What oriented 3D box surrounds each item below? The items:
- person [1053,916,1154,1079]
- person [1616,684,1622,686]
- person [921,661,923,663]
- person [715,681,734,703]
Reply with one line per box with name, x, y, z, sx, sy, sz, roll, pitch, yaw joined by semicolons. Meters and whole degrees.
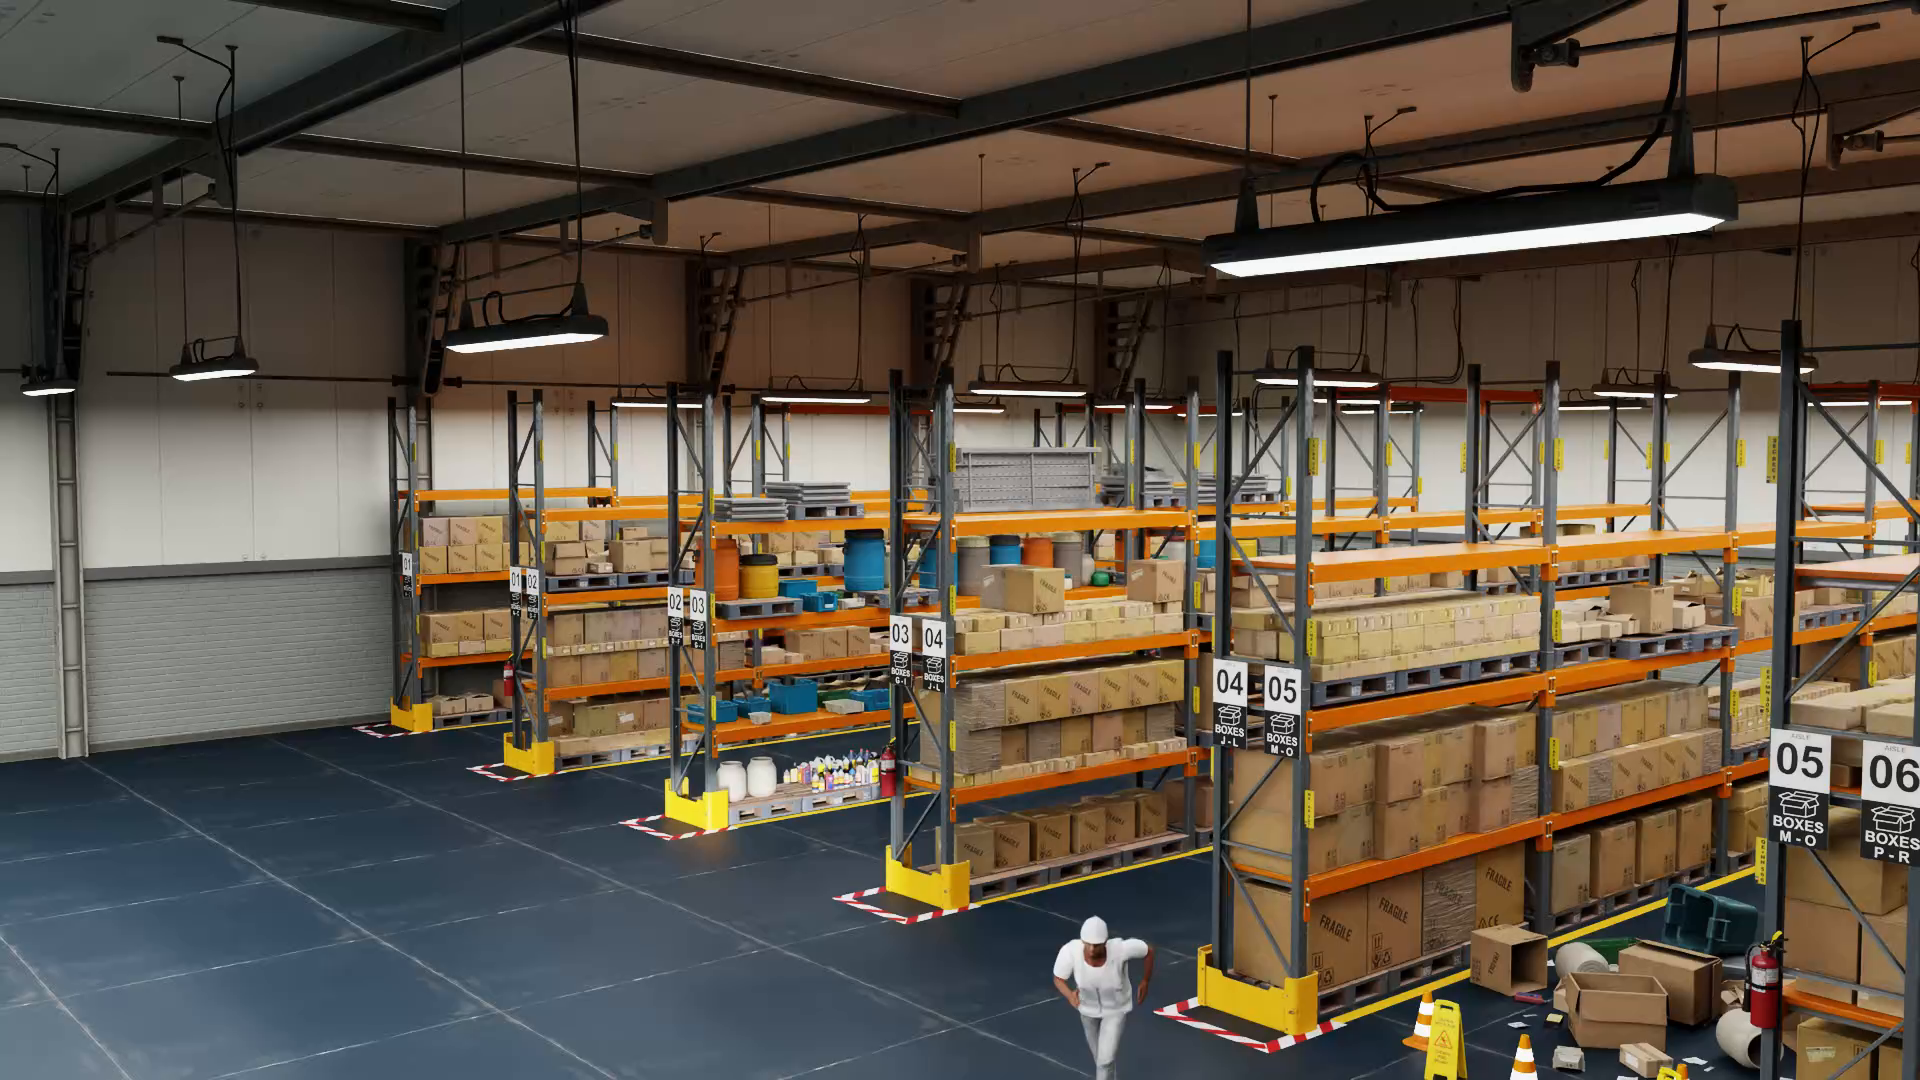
person;1.097;3.619;12.638;0.747;1.716;1.039;1;3;14
person;10.003;2.934;24.898;0.718;1.603;0.574;-3;4;-40
person;-0.613;2.283;33.706;1.000;1.772;0.664;-3;5;-43
person;-4.537;2.439;31.565;0.670;1.809;0.869;2;4;30
